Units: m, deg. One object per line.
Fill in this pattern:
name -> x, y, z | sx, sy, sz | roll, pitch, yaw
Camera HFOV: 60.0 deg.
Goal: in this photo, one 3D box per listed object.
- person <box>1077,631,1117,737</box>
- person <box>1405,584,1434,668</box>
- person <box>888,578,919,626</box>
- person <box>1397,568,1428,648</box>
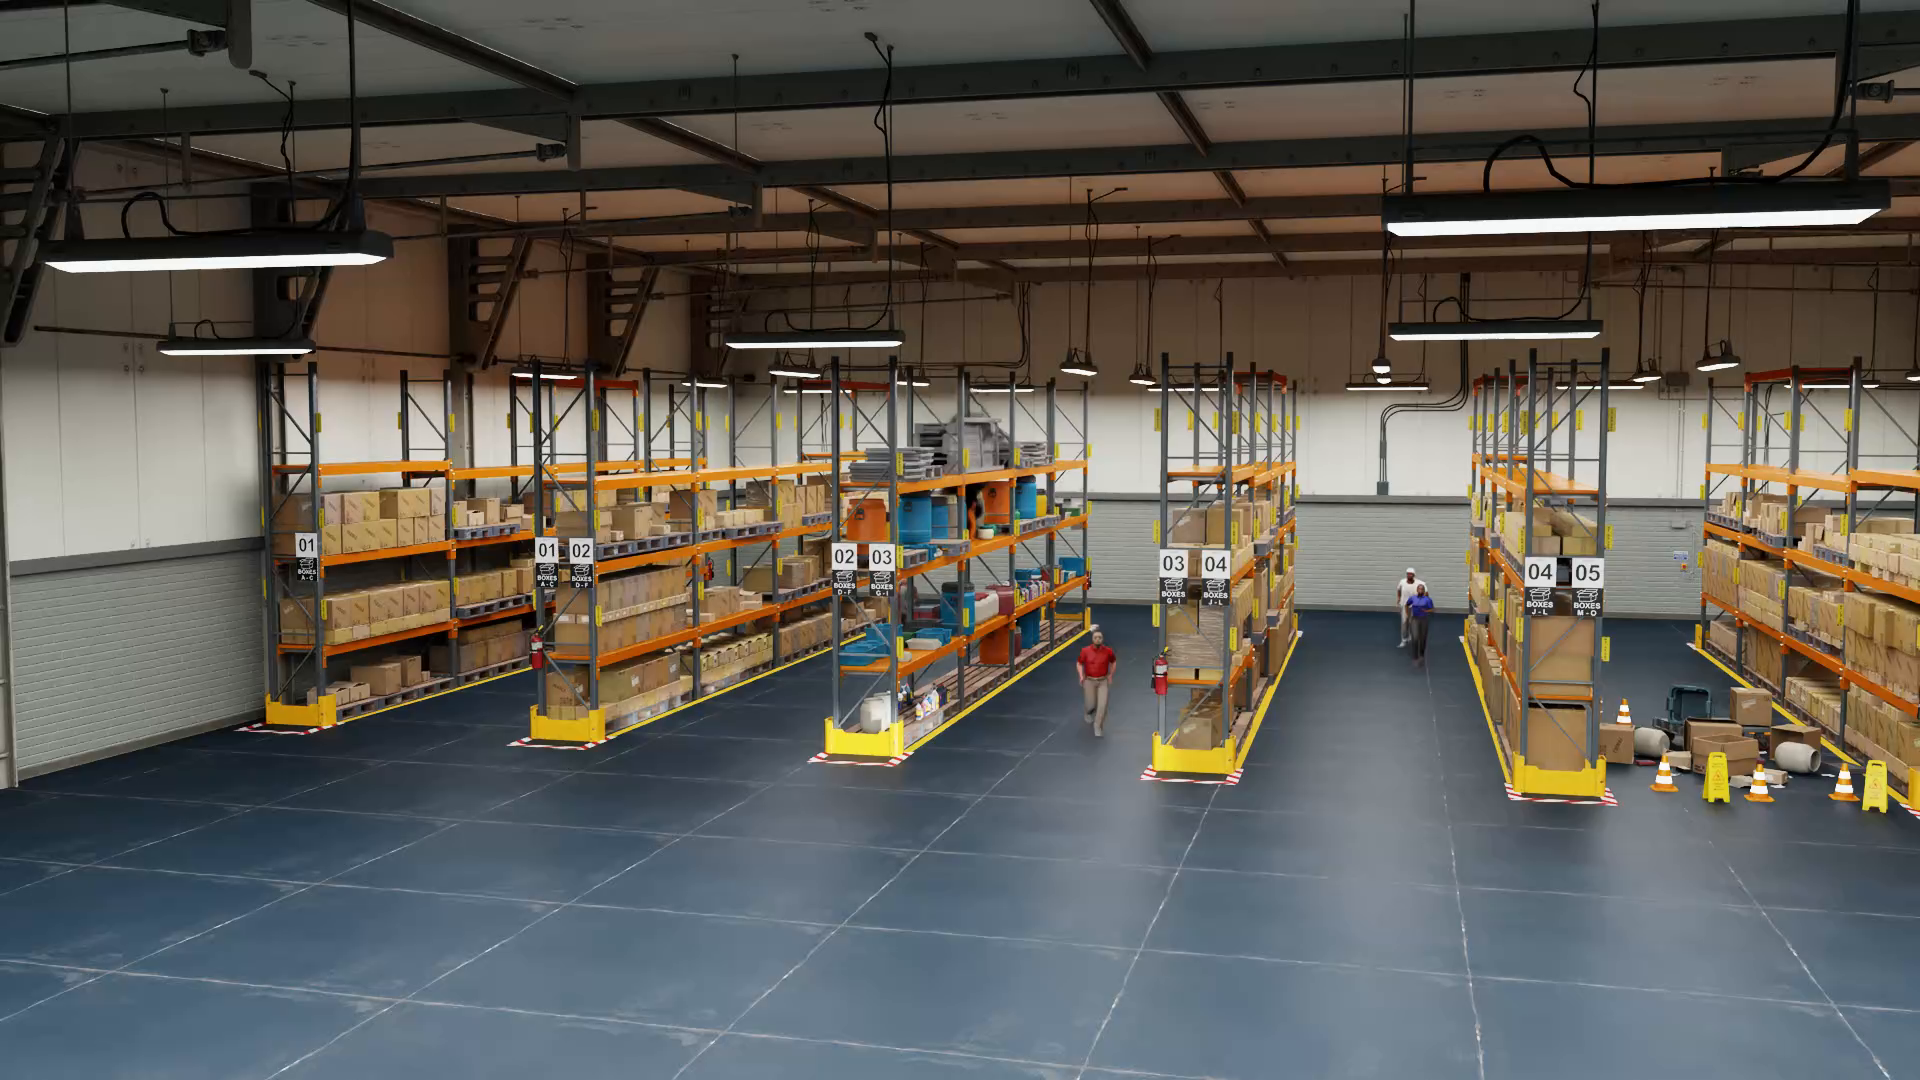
person -> 2.198, 2.282, 26.710 | 0.650, 1.680, 0.652 | 0, 4, 0
person -> 9.494, 1.751, 34.358 | 0.554, 1.703, 0.825 | 1, 4, 10
person -> -1.243, 1.579, 36.079 | 0.694, 1.749, 0.712 | 0, 4, 2
person -> 10.126, 1.499, 37.240 | 0.706, 1.778, 0.867 | 2, 4, 26
